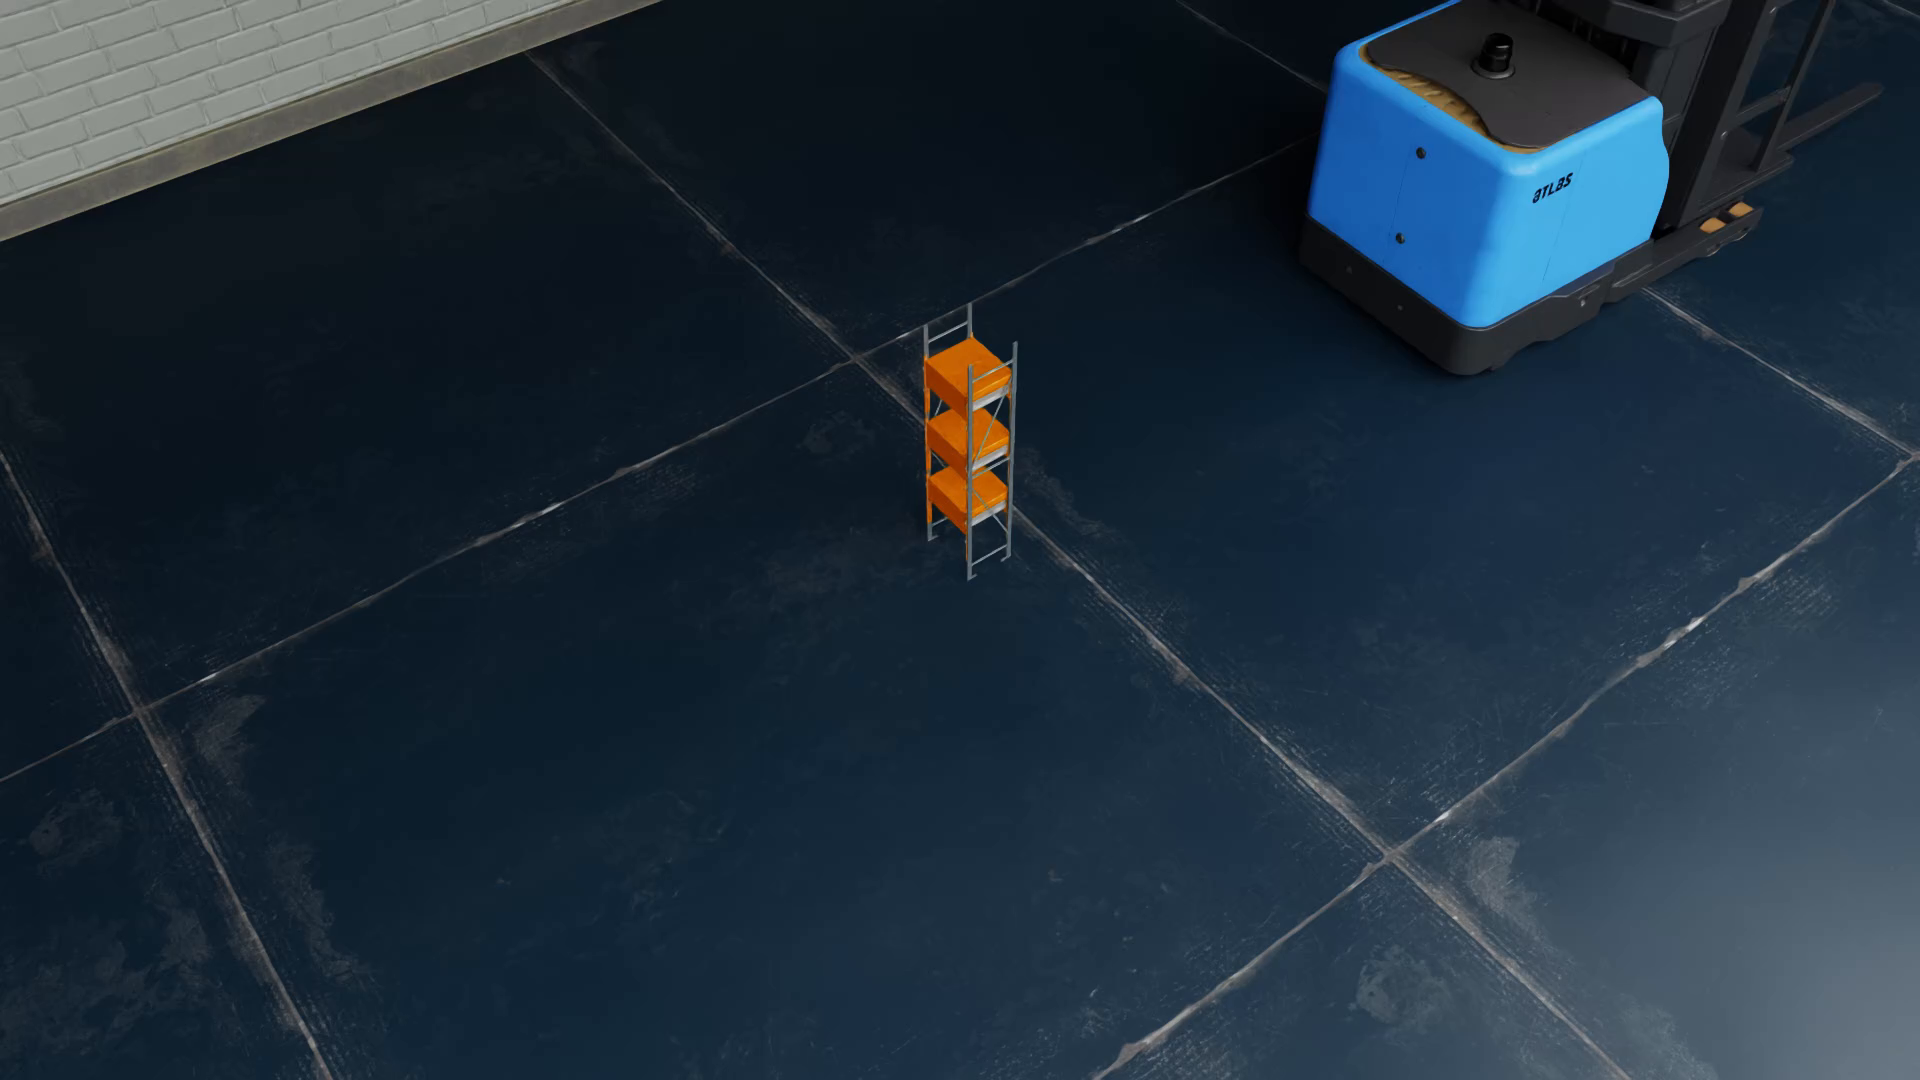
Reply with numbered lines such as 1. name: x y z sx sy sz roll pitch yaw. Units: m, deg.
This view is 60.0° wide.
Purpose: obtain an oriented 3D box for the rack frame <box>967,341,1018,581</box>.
1. rack frame: 0.106 -0.249 5.767 0.200 1.050 0.008 -29 54 -24

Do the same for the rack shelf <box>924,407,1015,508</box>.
1. rack shelf: 0.032 -0.314 5.840 0.215 0.259 0.240 -29 54 -24

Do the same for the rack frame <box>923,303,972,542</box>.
1. rack frame: -0.041 -0.393 5.898 0.200 1.050 0.008 -29 54 -24

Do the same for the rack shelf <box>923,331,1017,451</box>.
1. rack shelf: 0.032 -0.505 5.630 0.215 0.259 0.240 -29 54 -24

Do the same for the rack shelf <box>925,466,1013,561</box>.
1. rack shelf: 0.032 -0.127 6.046 0.215 0.259 0.240 -29 54 -24

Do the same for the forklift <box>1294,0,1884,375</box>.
1. forklift: 2.963 -2.539 6.573 3.031 2.935 1.130 -28 54 -23

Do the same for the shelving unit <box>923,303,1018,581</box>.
1. shelving unit: 0.032 -0.321 5.832 0.215 1.050 0.252 -29 54 -24
